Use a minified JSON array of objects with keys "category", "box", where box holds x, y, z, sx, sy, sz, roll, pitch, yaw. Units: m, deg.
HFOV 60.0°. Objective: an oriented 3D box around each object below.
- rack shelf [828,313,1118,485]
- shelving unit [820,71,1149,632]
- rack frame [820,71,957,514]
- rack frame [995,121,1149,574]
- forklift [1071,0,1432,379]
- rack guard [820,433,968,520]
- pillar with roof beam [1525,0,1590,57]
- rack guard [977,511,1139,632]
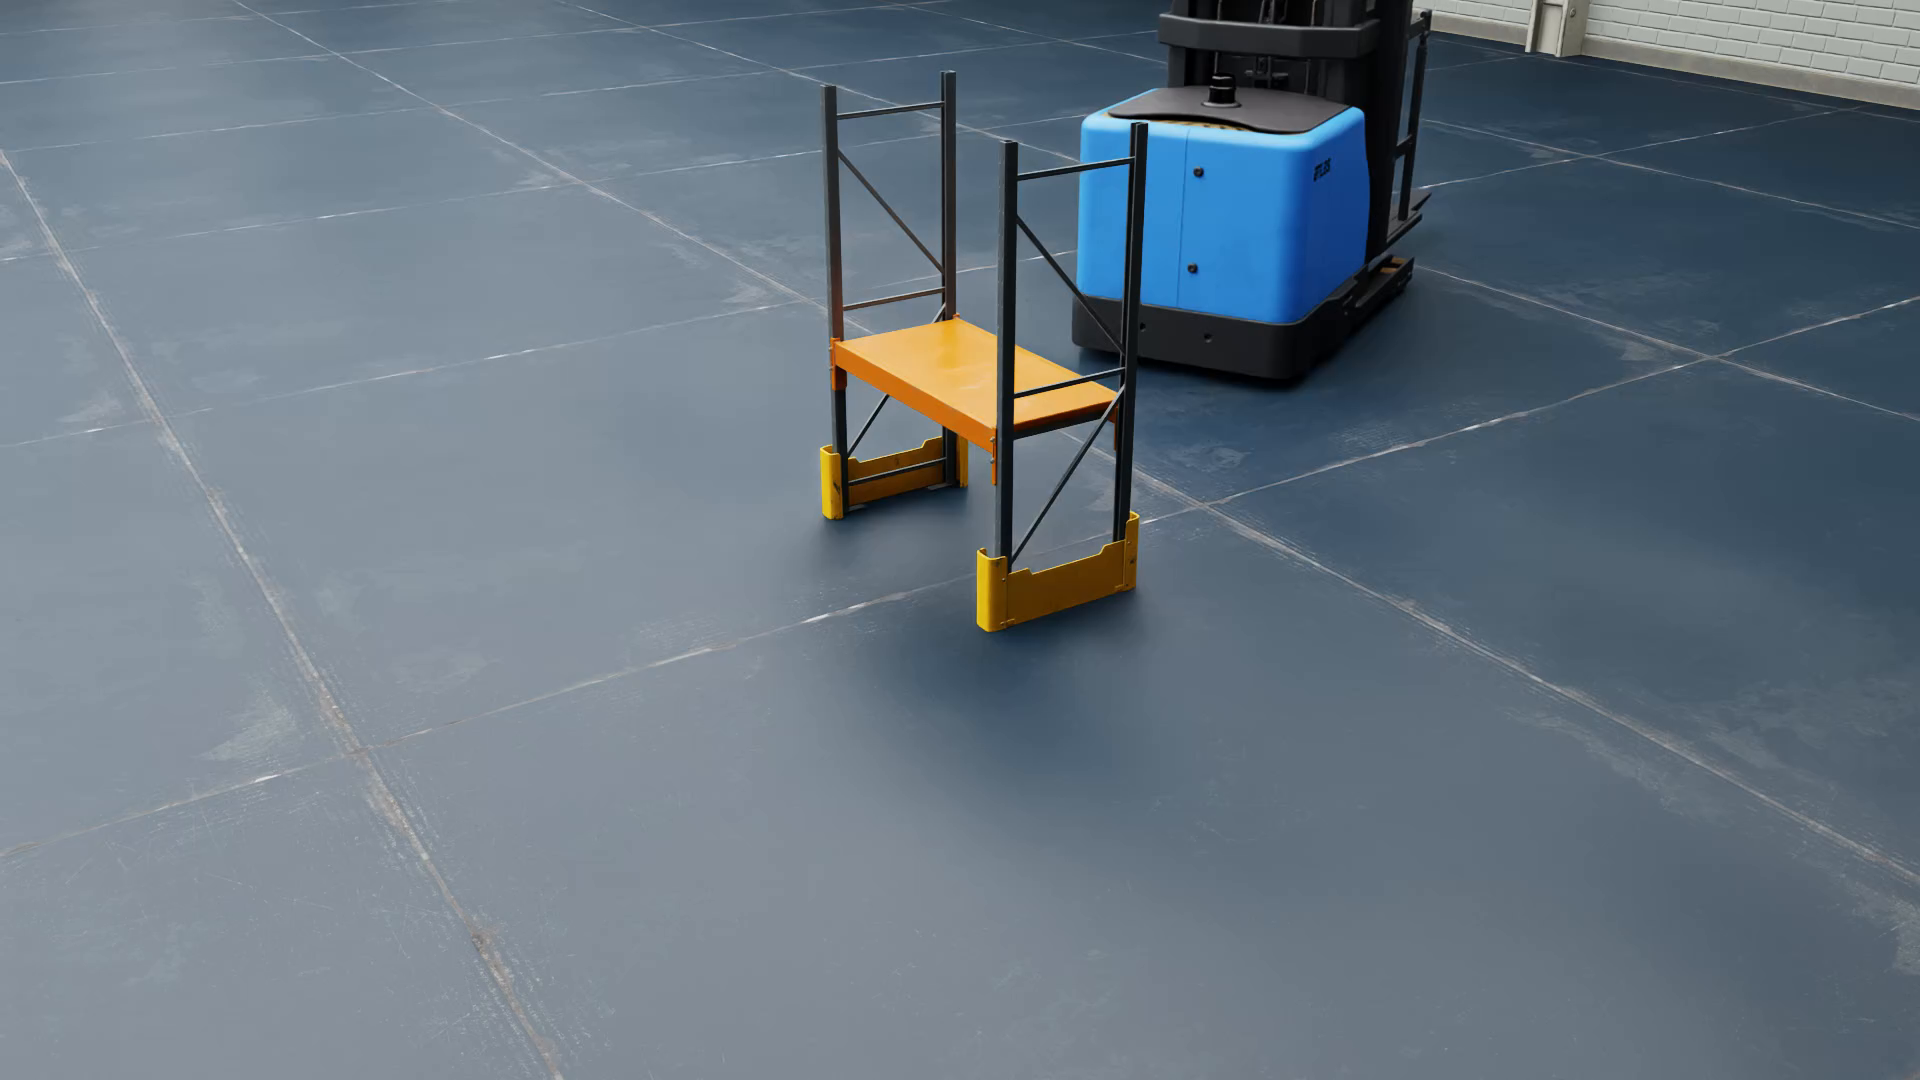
[{"category":"rack shelf","box":[0.047,-0.485,5.442,0.538,0.185,1.000,-16,29,-30]},{"category":"shelving unit","box":[0.042,-0.651,5.372,0.587,1.500,1.083,-16,29,-30]},{"category":"rack frame","box":[-0.231,-0.830,5.750,0.500,1.500,0.032,-16,29,-30]},{"category":"rack frame","box":[0.324,-0.466,4.980,0.500,1.500,0.032,-16,29,-30]},{"category":"forklift","box":[1.646,-2.598,7.820,1.130,2.935,3.031,13,28,25]},{"category":"rack guard","box":[-0.230,-0.264,6.016,0.587,0.250,0.087,-16,29,-30]},{"category":"pillar with roof beam","box":[1.803,-7.509,11.114,9.100,9.000,0.400,-16,29,-30]},{"category":"rack guard","box":[0.313,0.092,5.262,0.587,0.250,0.087,-16,29,-30]}]
